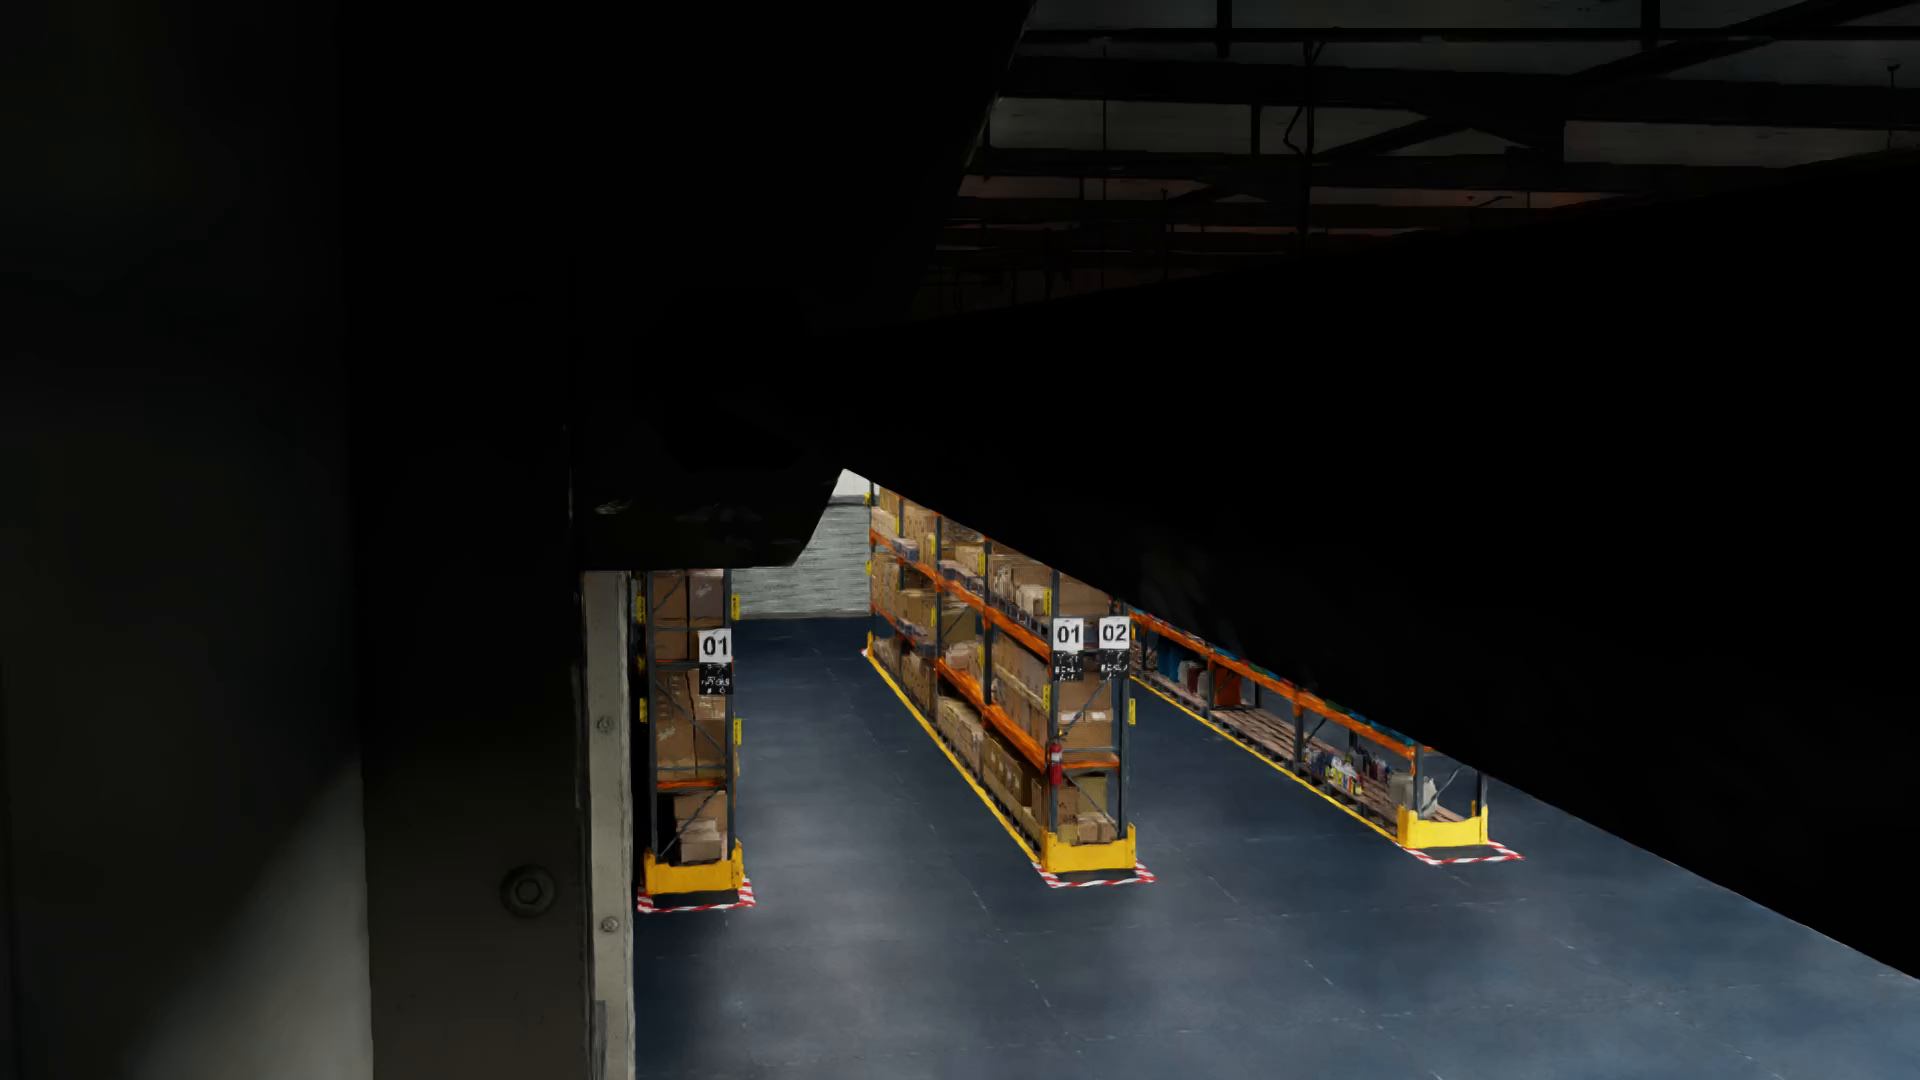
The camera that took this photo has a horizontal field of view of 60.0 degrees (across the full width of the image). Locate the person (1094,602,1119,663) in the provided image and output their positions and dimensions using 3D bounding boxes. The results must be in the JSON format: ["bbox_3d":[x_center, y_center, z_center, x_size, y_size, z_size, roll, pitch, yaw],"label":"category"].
[{"bbox_3d":[3.032,1.902,34.484,0.582,1.678,0.951,1,6,13],"label":"person"}]
